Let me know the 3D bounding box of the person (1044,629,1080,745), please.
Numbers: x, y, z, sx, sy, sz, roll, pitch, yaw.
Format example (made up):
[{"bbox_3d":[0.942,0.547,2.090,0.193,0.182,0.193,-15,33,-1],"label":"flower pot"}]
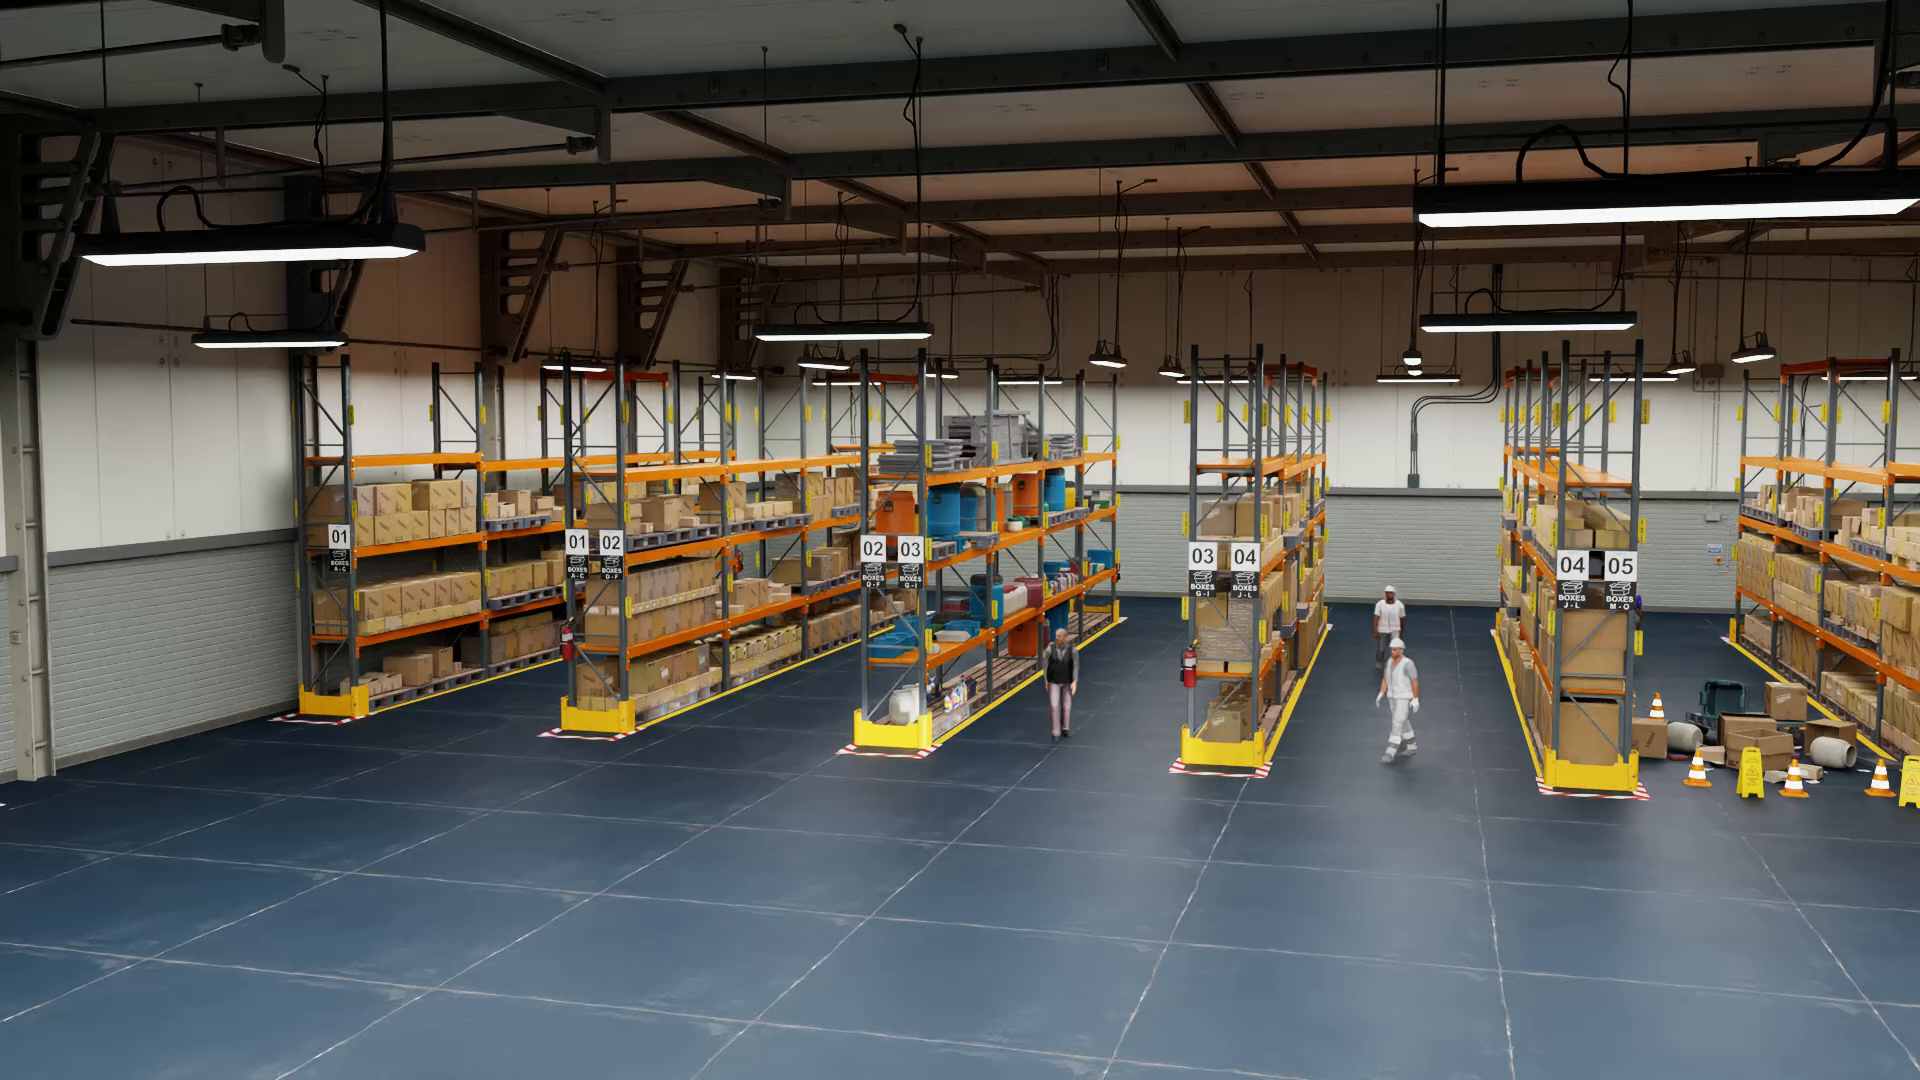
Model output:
[{"bbox_3d":[1.563,2.250,25.590,0.559,1.776,0.698,0,4,4],"label":"person"}]

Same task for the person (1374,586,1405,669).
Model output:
[{"bbox_3d":[8.239,1.736,31.917,0.610,1.728,1.036,0,4,6],"label":"person"}]

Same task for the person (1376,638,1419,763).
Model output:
[{"bbox_3d":[6.318,2.295,24.070,0.949,1.737,0.574,-2,5,-30],"label":"person"}]

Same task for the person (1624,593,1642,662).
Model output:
[{"bbox_3d":[13.591,1.663,33.765,0.500,1.695,0.358,-1,4,-10],"label":"person"}]
